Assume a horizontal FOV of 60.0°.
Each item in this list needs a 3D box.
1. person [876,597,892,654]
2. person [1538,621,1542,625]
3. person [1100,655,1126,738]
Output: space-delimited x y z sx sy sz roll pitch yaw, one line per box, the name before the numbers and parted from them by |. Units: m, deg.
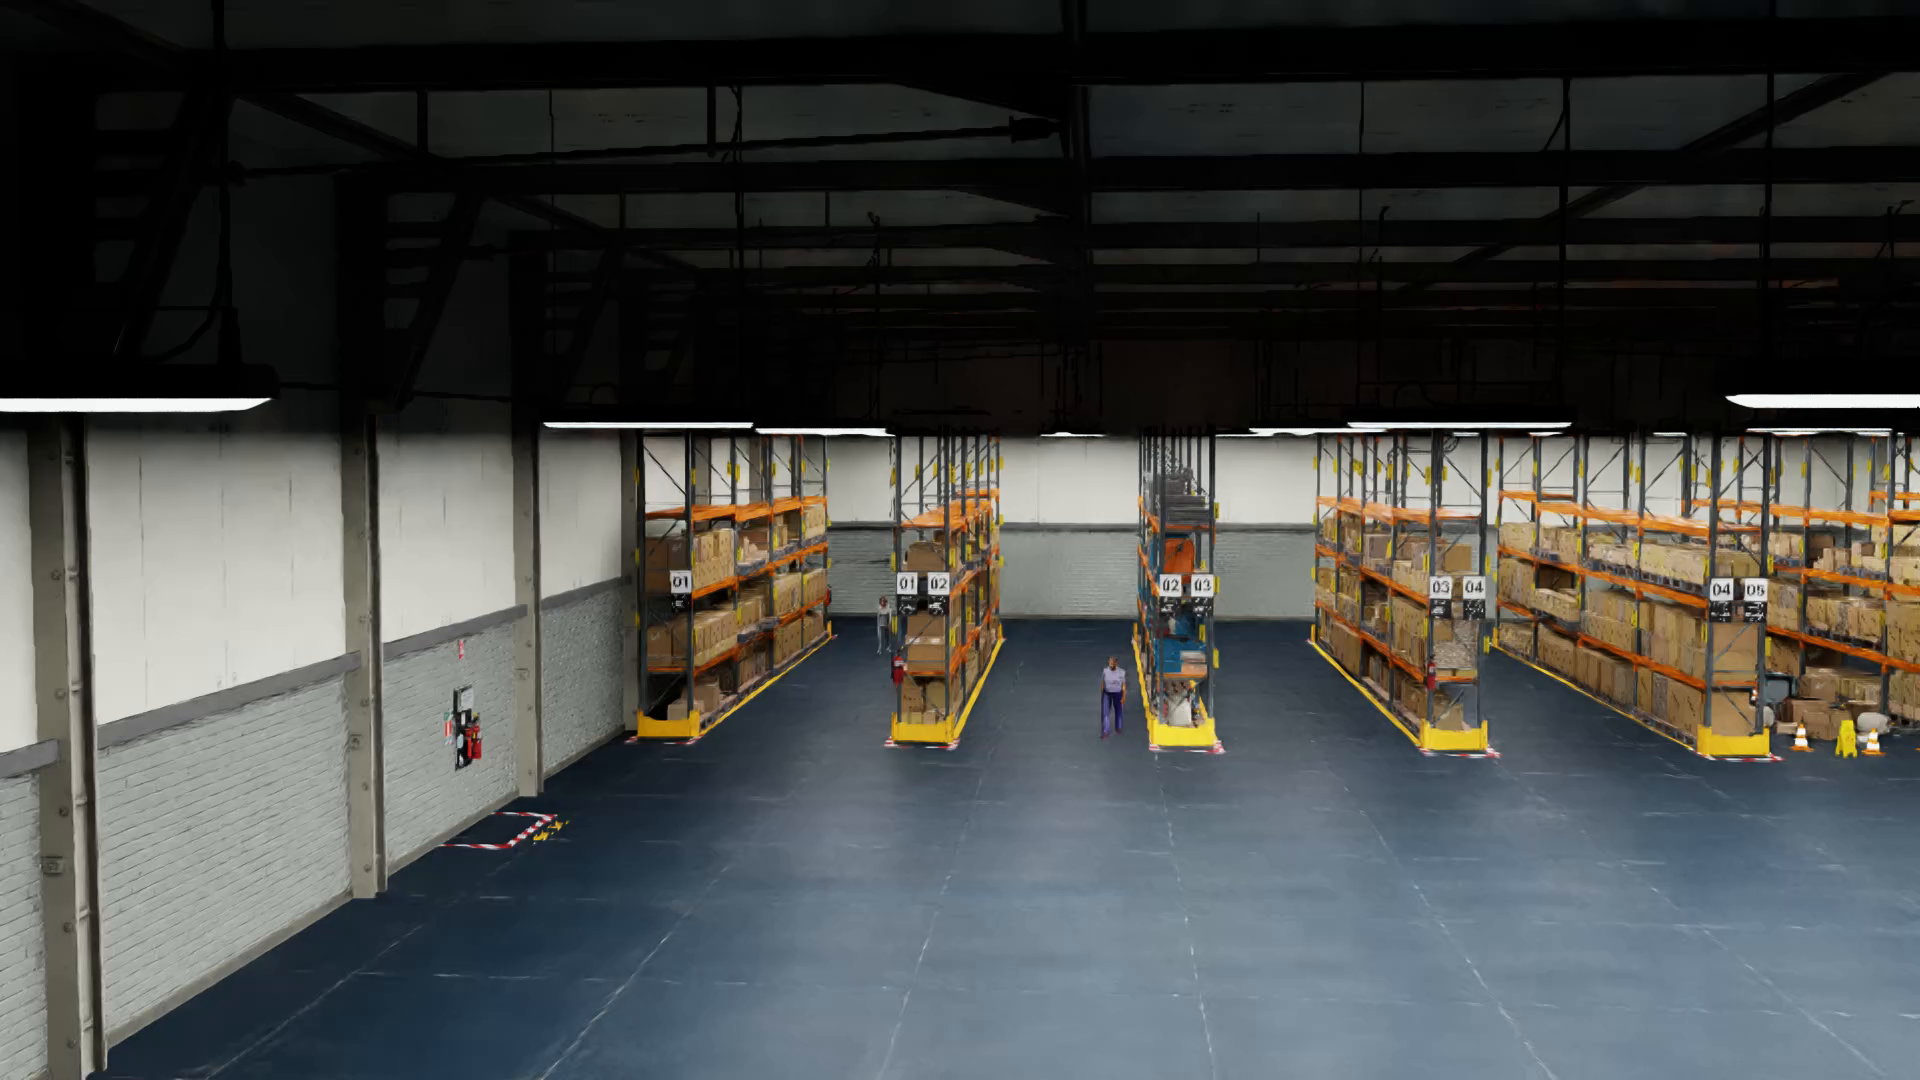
person | -2.012 2.258 44.299 0.416 1.525 1.034 0 3 4
person | 17.211 1.898 49.830 0.474 1.589 0.472 3 5 44
person | 2.948 2.983 31.881 0.481 1.565 1.075 0 4 8
